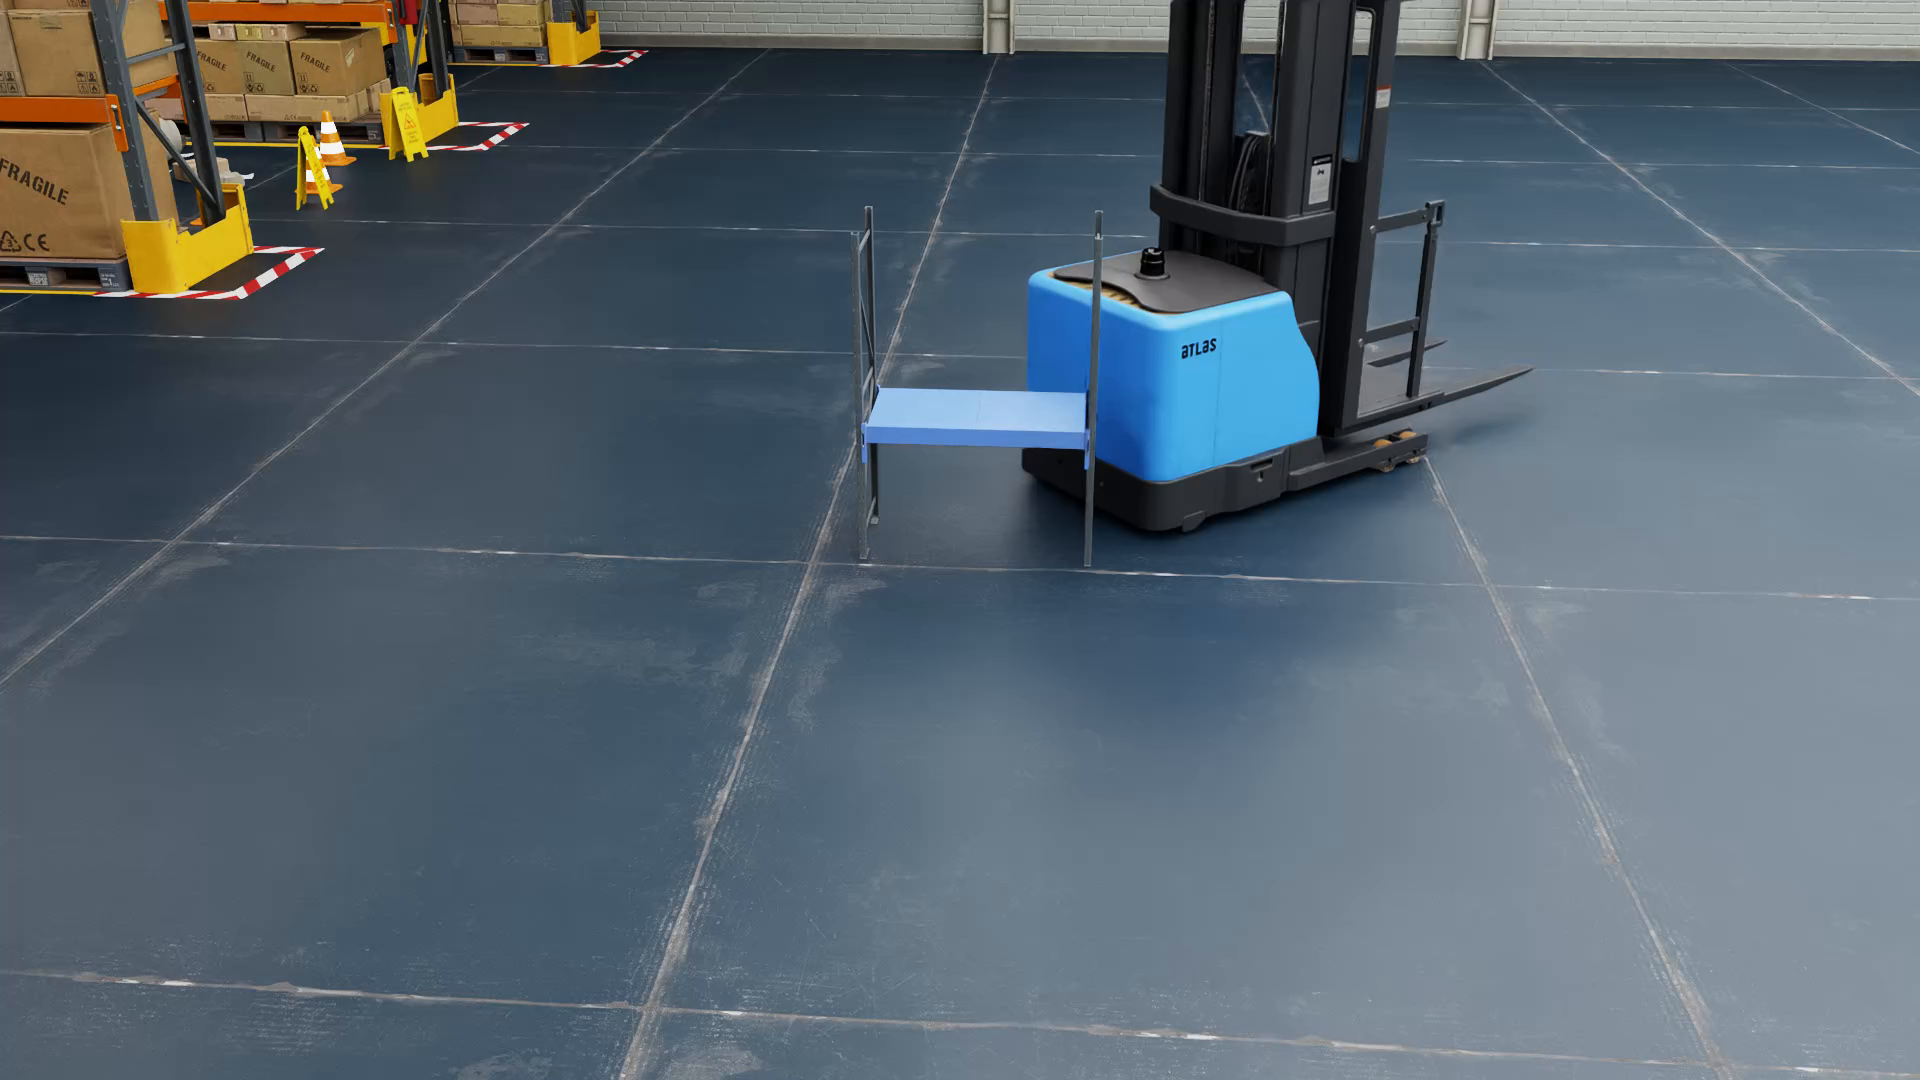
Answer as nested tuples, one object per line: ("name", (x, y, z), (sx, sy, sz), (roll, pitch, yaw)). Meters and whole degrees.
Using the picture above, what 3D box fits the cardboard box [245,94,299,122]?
("cardboard box", (-6.577, -4.242, 16.168), (0.500, 0.250, 0.500), (2, 25, 4))

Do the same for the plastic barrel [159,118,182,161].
("plastic barrel", (-7.410, -3.632, 15.136), (0.421, 0.421, 0.512), (22, 33, 39))

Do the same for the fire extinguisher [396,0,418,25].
("fire extinguisher", (-5.156, -5.136, 15.416), (0.183, 0.674, 0.296), (2, 25, 4))

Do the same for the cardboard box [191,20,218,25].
("cardboard box", (-9.368, -6.688, 21.034), (0.625, 0.625, 0.875), (3, 25, 6))

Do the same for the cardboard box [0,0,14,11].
("cardboard box", (-6.436, -3.866, 11.093), (0.550, 0.550, 0.875), (2, 25, 4))

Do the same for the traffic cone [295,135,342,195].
("traffic cone", (-5.508, -3.217, 14.188), (0.334, 0.463, 0.336), (2, 25, 4))

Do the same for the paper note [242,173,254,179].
("paper note", (-6.330, -3.219, 14.708), (0.142, 0.019, 0.148), (-7, 26, -14))

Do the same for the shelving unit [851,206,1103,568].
("shelving unit", (0.085, -0.679, 7.430), (1.048, 1.500, 0.538), (2, 25, 4))

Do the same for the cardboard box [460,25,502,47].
("cardboard box", (-5.846, -6.281, 20.598), (0.500, 0.250, 0.500), (2, 25, 4))

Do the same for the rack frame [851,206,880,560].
("rack frame", (-0.422, -0.695, 7.466), (0.032, 1.500, 0.500), (2, 25, 4))

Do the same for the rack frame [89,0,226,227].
("rack frame", (-5.513, -3.300, 11.334), (0.127, 3.000, 1.000), (2, 25, 4))

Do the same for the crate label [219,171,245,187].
("crate label", (-6.297, -3.068, 14.254), (0.298, 0.136, 0.250), (-11, 27, -23))

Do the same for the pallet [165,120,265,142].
("pallet", (-7.331, -4.183, 16.589), (1.213, 0.211, 1.003), (2, 25, 4))

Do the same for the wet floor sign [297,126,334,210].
("wet floor sign", (-5.333, -3.055, 13.618), (0.232, 0.644, 0.267), (-2, 25, -5))

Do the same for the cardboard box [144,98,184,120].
("cardboard box", (-7.593, -4.277, 16.243), (0.500, 0.250, 0.500), (2, 25, 3))

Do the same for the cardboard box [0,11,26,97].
("cardboard box", (-6.437, -3.370, 11.306), (0.550, 0.550, 0.875), (2, 25, 4))

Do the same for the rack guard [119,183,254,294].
("rack guard", (-5.489, -2.164, 11.855), (0.348, 0.500, 1.175), (2, 25, 4))

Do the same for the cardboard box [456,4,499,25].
("cardboard box", (-5.867, -6.510, 20.499), (0.500, 0.250, 0.500), (2, 25, 3))

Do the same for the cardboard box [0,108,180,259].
("cardboard box", (-6.194, -2.520, 11.678), (0.875, 0.875, 0.875), (2, 25, 4))

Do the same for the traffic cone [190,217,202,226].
("traffic cone", (-5.934, -2.757, 13.188), (0.334, 0.463, 0.336), (2, 25, 4))

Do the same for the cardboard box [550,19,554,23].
("cardboard box", (-5.333, -6.475, 21.020), (0.500, 0.250, 0.500), (2, 25, 4))

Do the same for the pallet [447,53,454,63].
("pallet", (-6.837, -6.216, 21.007), (1.213, 0.211, 1.003), (2, 25, 4))

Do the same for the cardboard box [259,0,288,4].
("cardboard box", (-6.398, -5.150, 15.655), (0.250, 0.149, 0.380), (2, 25, 5))

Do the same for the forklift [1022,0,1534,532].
("forklift", (1.801, -1.839, 8.241), (3.031, 2.935, 1.130), (-17, 30, -32))

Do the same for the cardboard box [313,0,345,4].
("cardboard box", (-5.885, -5.137, 15.627), (0.250, 0.149, 0.380), (2, 25, 3))

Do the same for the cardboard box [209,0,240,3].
("cardboard box", (-6.905, -5.187, 15.735), (0.250, 0.149, 0.380), (2, 25, 3))

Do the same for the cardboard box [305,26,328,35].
("cardboard box", (-6.563, -4.806, 16.495), (0.500, 0.500, 0.500), (1, 25, 2))

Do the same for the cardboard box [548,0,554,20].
("cardboard box", (-5.312, -6.706, 20.925), (0.500, 0.250, 0.500), (2, 25, 5))

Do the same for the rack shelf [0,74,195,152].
("rack shelf", (-7.507, -3.038, 11.624), (4.000, 0.370, 1.077), (2, 25, 4))

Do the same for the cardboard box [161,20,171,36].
("cardboard box", (-7.754, -4.888, 15.899), (0.250, 0.149, 0.380), (3, 25, 7))

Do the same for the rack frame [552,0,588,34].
("rack frame", (-4.859, -7.436, 20.321), (0.127, 3.000, 1.000), (2, 25, 4))

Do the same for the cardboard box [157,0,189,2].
("cardboard box", (-7.406, -5.196, 15.754), (0.250, 0.149, 0.380), (2, 25, 4))

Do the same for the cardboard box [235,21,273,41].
("cardboard box", (-6.675, -4.854, 15.824), (0.250, 0.149, 0.380), (2, 25, 5))

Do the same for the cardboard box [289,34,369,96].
("cardboard box", (-6.054, -4.566, 15.975), (0.500, 0.500, 0.500), (2, 25, 4))

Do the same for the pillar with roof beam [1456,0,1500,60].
("pillar with roof beam", (6.151, -8.381, 15.198), (0.400, 9.000, 9.100), (2, 25, 4))

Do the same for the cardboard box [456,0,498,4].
("cardboard box", (-5.851, -6.730, 20.379), (0.500, 0.250, 0.500), (2, 25, 5))

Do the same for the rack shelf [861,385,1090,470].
("rack shelf", (0.085, -0.515, 7.506), (1.000, 0.185, 0.538), (2, 25, 4))

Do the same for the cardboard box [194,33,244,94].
("cardboard box", (-7.077, -4.600, 16.049), (0.500, 0.500, 0.500), (1, 25, 3))

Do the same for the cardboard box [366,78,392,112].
("cardboard box", (-6.018, -4.450, 16.619), (0.500, 0.250, 0.500), (2, 25, 4))
